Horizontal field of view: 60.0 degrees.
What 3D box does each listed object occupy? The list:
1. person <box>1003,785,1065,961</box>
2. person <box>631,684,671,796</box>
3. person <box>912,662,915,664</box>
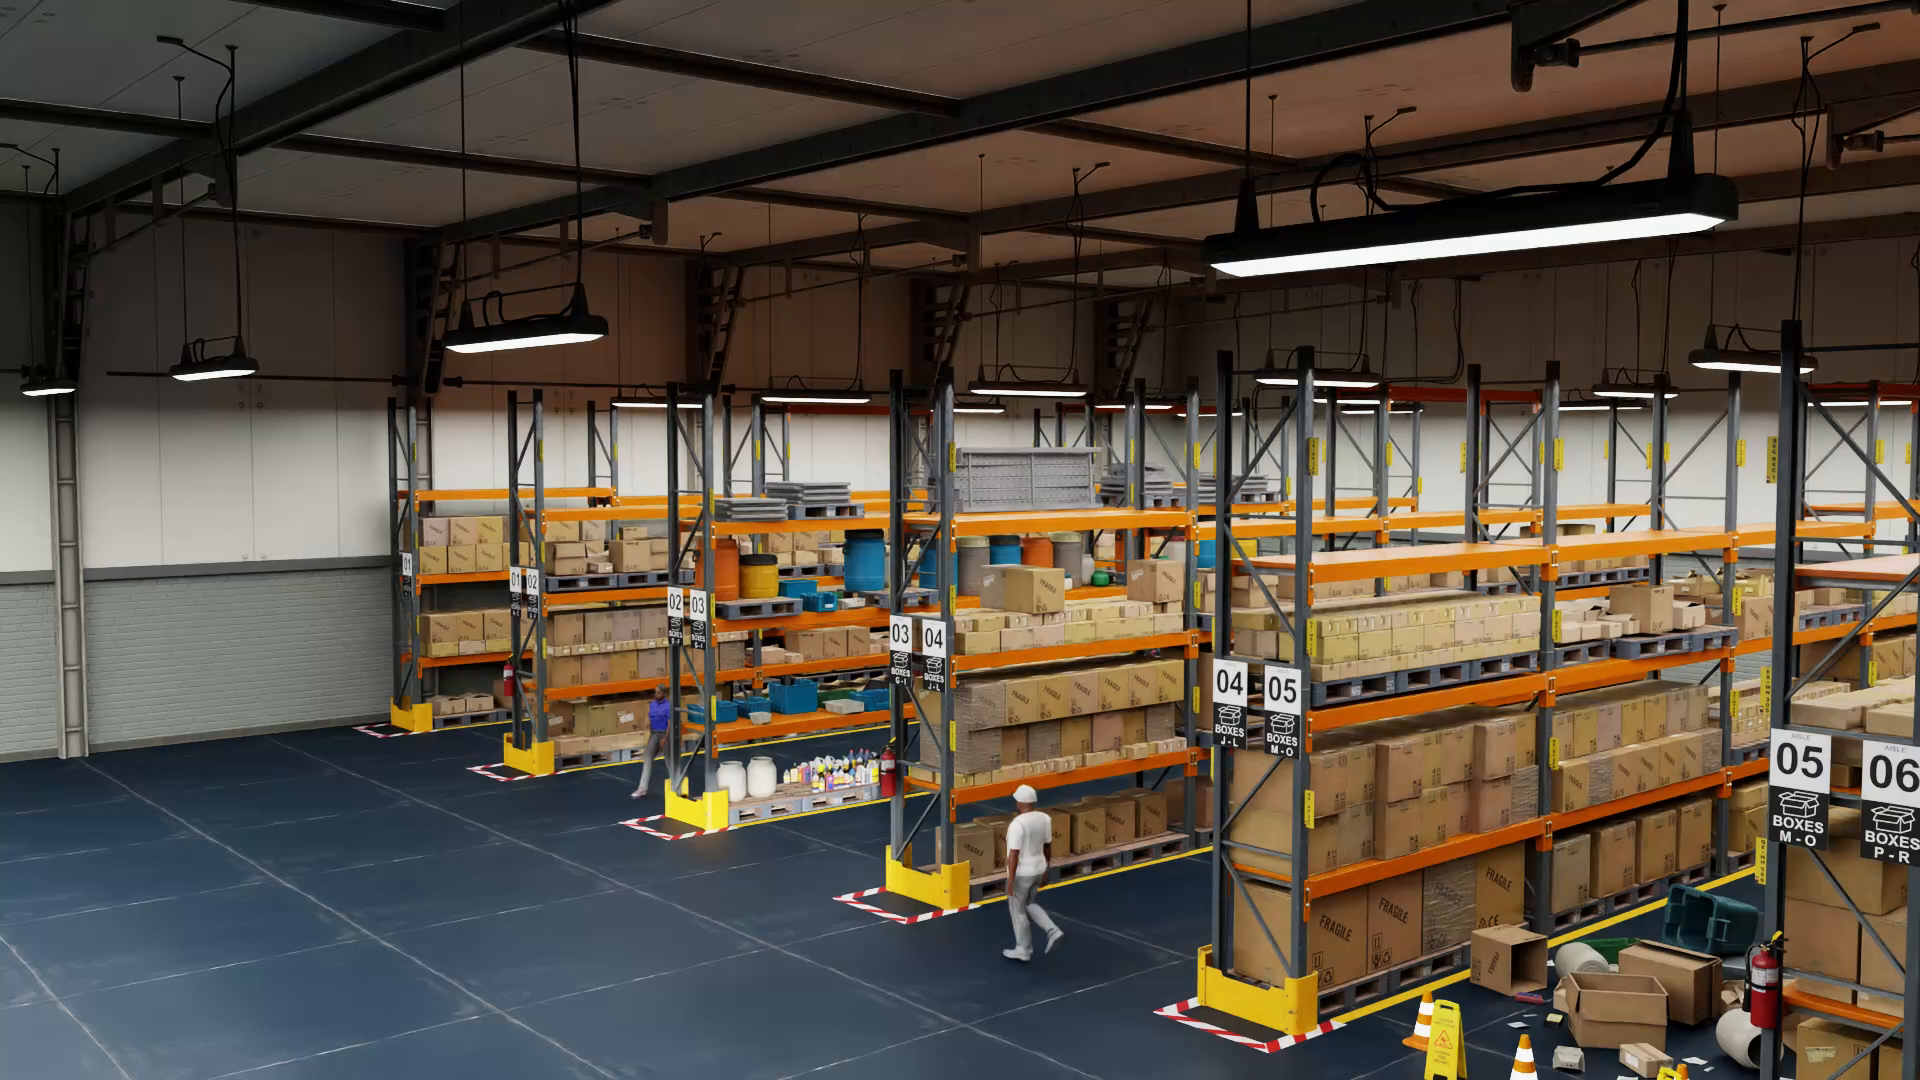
[{"bbox_3d":[0.707,3.307,16.506,0.617,1.755,0.555,2,4,34],"label":"person"},{"bbox_3d":[-4.420,2.916,24.307,0.486,1.624,0.896,1,3,16],"label":"person"},{"bbox_3d":[-1.196,2.410,33.100,0.467,1.616,0.935,3,4,41],"label":"person"}]
